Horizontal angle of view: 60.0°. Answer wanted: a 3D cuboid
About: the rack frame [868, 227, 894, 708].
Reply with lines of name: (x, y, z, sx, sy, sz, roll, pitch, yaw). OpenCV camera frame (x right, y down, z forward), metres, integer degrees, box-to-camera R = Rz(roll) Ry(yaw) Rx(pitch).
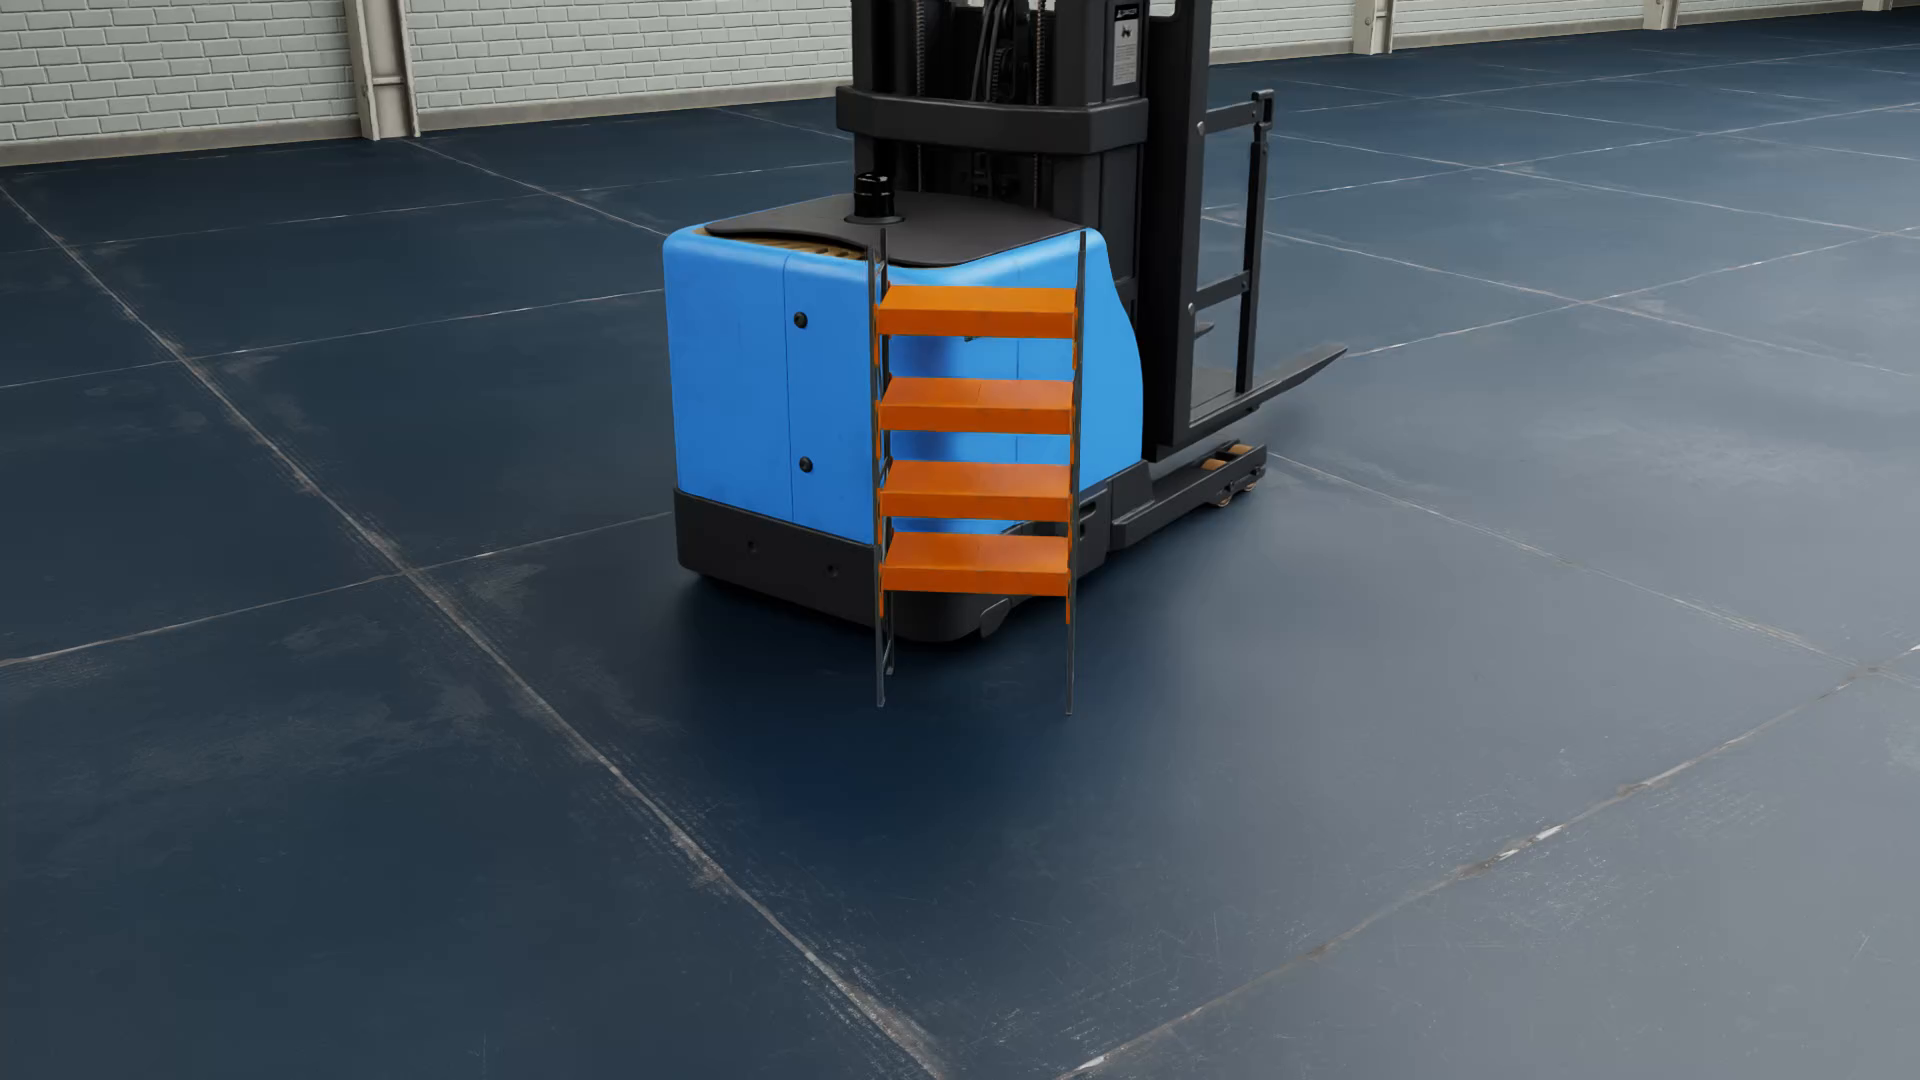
rack frame: (-0.197, -0.166, 4.193, 0.015, 1.200, 0.240, 2, 22, 5)

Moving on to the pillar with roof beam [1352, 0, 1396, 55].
pillar with roof beam: (7.536, -8.833, 15.389, 0.400, 9.000, 9.100, -15, 26, -33)

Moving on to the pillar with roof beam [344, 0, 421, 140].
pillar with roof beam: (-2.205, -6.235, 8.880, 0.400, 9.000, 9.100, -15, 26, -33)

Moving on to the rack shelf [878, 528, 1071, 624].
rack shelf: (0.046, 0.089, 4.272, 0.480, 0.148, 0.258, 2, 22, 5)

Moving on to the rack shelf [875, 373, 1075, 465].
rack shelf: (0.046, -0.303, 4.116, 0.480, 0.148, 0.258, 2, 22, 5)

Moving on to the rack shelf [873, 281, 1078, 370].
rack shelf: (0.046, -0.523, 4.028, 0.480, 0.148, 0.258, 2, 22, 5)

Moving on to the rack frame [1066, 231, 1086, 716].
rack frame: (0.289, -0.150, 4.154, 0.015, 1.200, 0.240, 2, 22, 5)

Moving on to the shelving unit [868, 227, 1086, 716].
shelving unit: (0.046, -0.158, 4.174, 0.503, 1.200, 0.258, 2, 22, 5)

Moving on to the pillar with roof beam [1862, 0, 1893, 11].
pillar with roof beam: (17.277, -11.430, 21.899, 0.400, 9.000, 9.100, -15, 26, -33)

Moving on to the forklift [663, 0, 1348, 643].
forklift: (0.419, -1.567, 5.369, 1.130, 2.935, 3.031, 15, 26, 33)

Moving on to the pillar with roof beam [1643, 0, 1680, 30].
pillar with roof beam: (12.406, -10.131, 18.644, 0.400, 9.000, 9.100, -15, 26, -33)

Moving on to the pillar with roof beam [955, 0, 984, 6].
pillar with roof beam: (2.666, -7.534, 12.135, 0.400, 9.000, 9.100, -15, 26, -33)

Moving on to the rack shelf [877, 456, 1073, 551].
rack shelf: (0.046, -0.096, 4.199, 0.480, 0.148, 0.258, 2, 22, 5)
